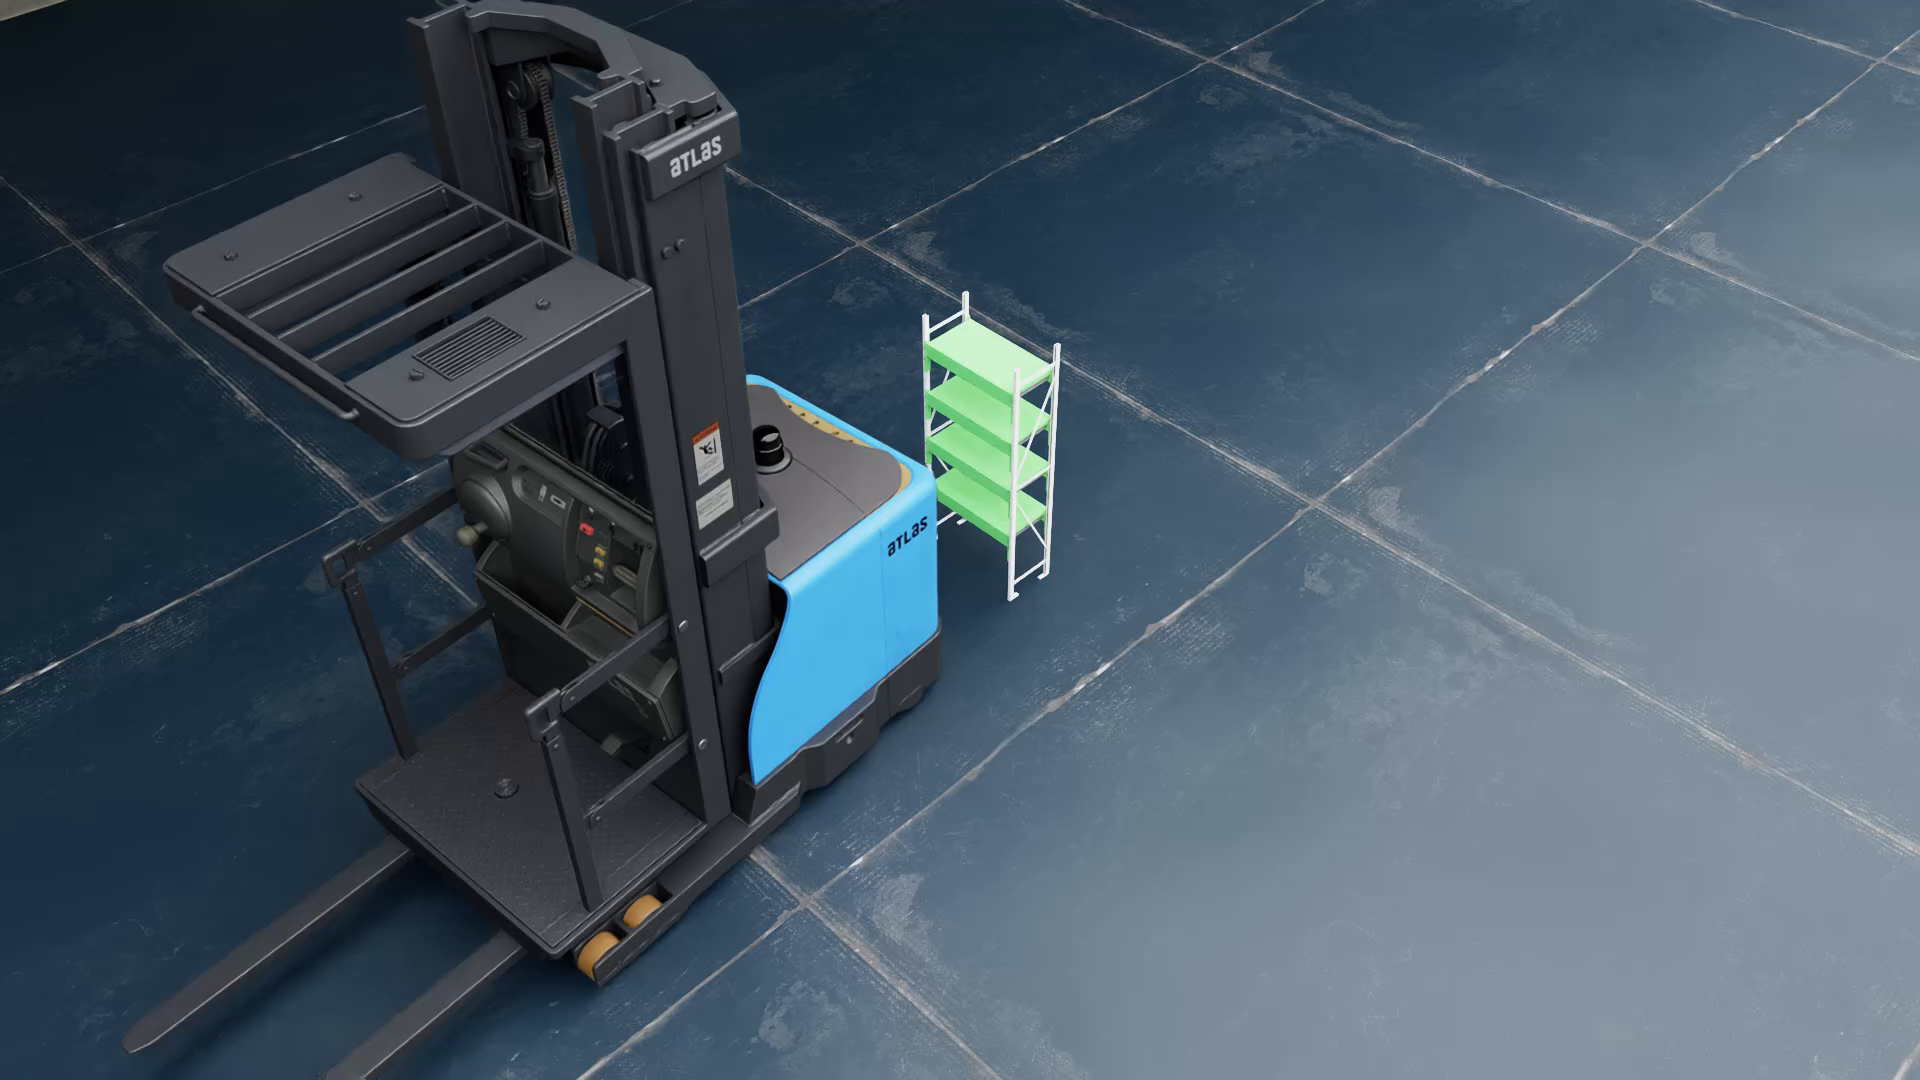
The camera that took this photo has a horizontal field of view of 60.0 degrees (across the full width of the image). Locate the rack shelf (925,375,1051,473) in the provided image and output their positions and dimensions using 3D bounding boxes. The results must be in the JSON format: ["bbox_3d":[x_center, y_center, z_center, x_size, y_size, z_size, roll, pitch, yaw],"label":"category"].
[{"bbox_3d":[0.117,-0.490,6.637,0.258,0.148,0.480,-34,53,-31],"label":"rack shelf"}]

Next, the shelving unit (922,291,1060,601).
[{"bbox_3d":[0.117,-0.361,6.757,0.258,1.200,0.503,-34,53,-31],"label":"shelving unit"}]

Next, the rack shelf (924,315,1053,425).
[{"bbox_3d":[0.117,-0.667,6.474,0.258,0.148,0.480,-34,53,-31],"label":"rack shelf"}]

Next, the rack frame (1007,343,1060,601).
[{"bbox_3d":[0.289,-0.244,6.630,0.240,1.200,0.015,-34,53,-31],"label":"rack frame"}]

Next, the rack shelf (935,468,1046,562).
[{"bbox_3d":[0.117,-0.138,6.963,0.258,0.148,0.480,-34,53,-31],"label":"rack shelf"}]

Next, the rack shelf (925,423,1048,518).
[{"bbox_3d":[0.117,-0.314,6.800,0.258,0.148,0.480,-34,53,-31],"label":"rack shelf"}]

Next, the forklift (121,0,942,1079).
[{"bbox_3d":[-1.404,0.026,5.062,1.130,2.935,3.031,30,50,28],"label":"forklift"}]

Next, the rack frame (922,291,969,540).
[{"bbox_3d":[-0.055,-0.478,6.884,0.240,1.200,0.015,-34,53,-31],"label":"rack frame"}]
